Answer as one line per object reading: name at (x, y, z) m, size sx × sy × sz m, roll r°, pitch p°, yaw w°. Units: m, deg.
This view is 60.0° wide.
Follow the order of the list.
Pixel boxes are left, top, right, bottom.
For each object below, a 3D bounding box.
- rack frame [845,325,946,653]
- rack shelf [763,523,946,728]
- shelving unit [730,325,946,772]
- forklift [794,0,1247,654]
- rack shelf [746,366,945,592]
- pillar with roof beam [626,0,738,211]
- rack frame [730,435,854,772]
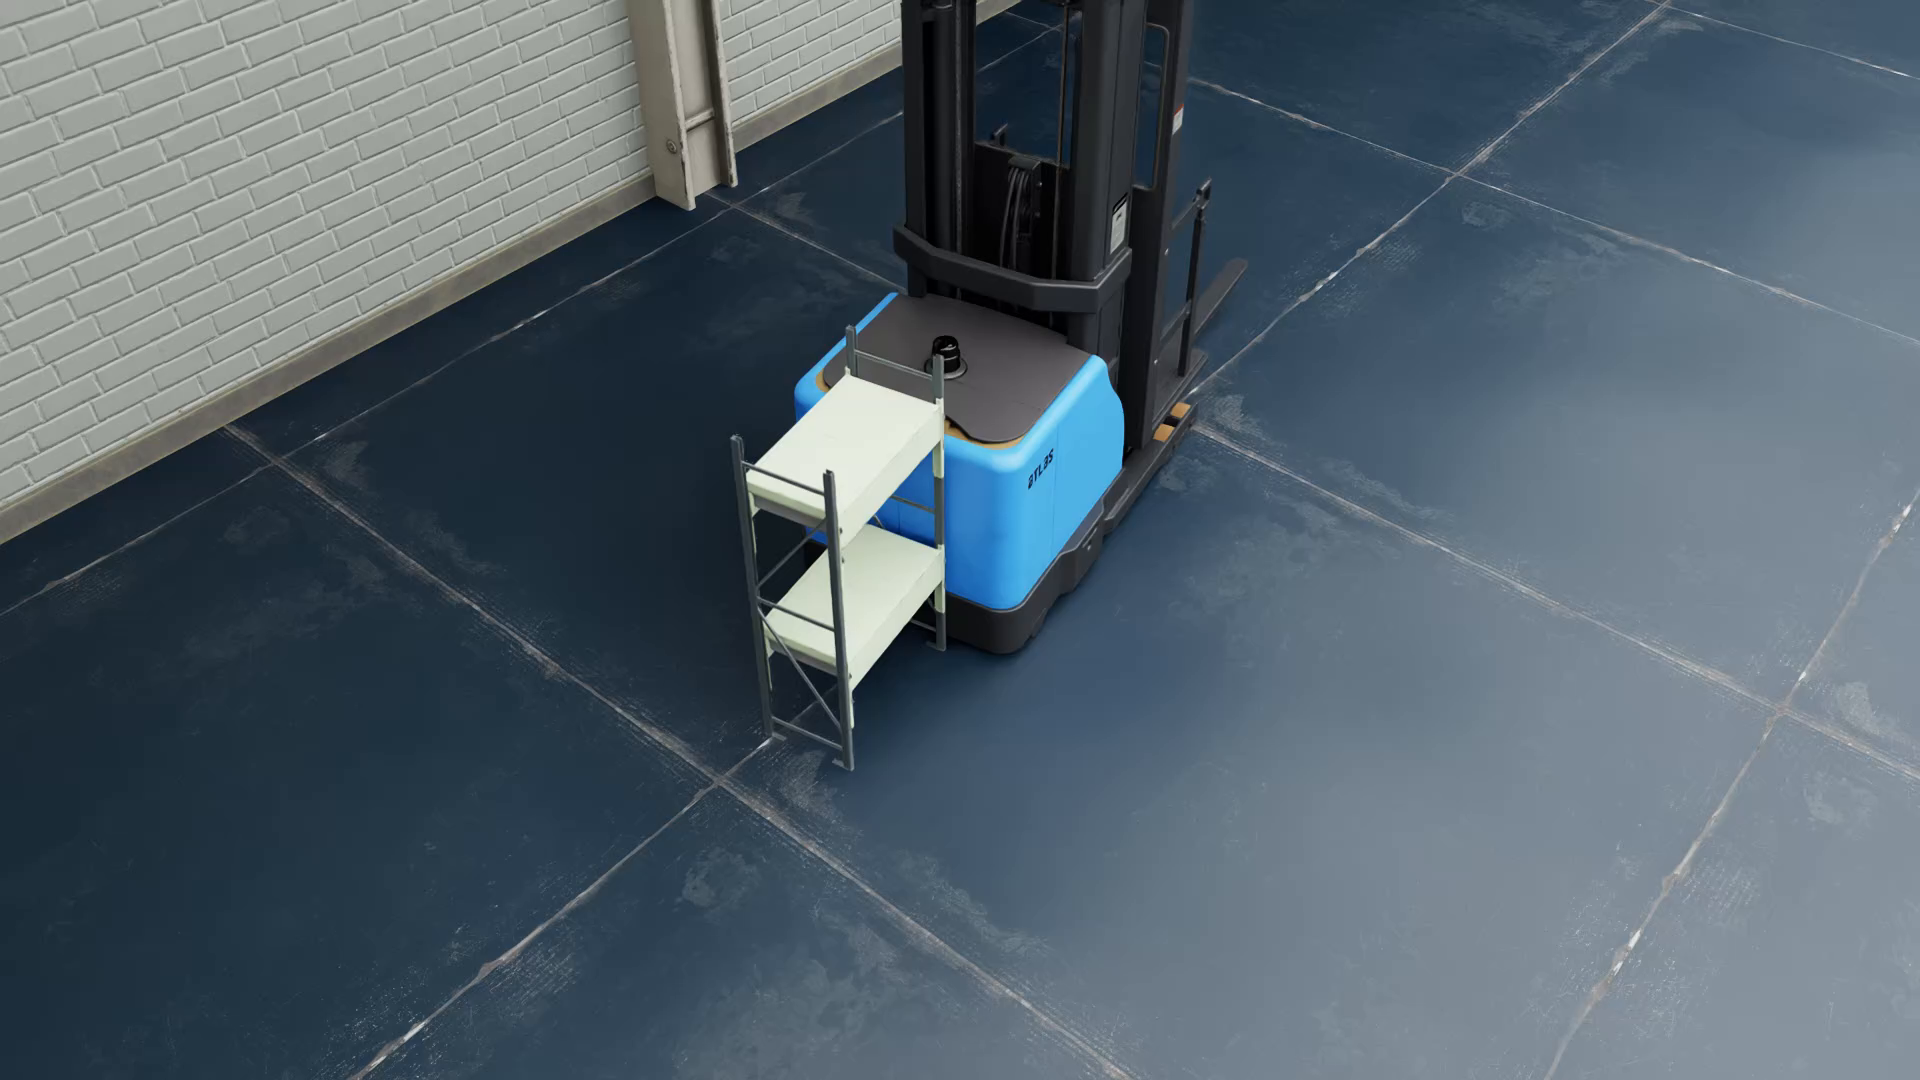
rack frame at (-0.238, -0.158, 6.491) m, size 0.400 × 1.500 × 0.023 m, roll 20°, pitch 46°, yaw 21°
rack shelf at (-0.415, 0.299, 6.473) m, size 0.431 × 0.370 × 0.720 m, roll 20°, pitch 46°, yaw 21°
shelving unit at (-0.415, 0.058, 6.254) m, size 0.431 × 1.500 × 0.755 m, roll 20°, pitch 46°, yaw 21°
forklift at (0.482, -1.601, 7.014) m, size 1.130 × 2.935 × 3.031 m, roll 20°, pitch 46°, yaw 21°
rack shelf at (-0.415, -0.231, 5.991) m, size 0.431 × 0.370 × 0.720 m, roll 20°, pitch 46°, yaw 21°
pillar with roof beam at (1.757, -3.513, 4.607) m, size 9.100 × 9.000 × 0.400 m, roll 29°, pitch 50°, yaw 28°
rack frame at (-0.591, 0.274, 6.017) m, size 0.400 × 1.500 × 0.023 m, roll 20°, pitch 46°, yaw 21°
